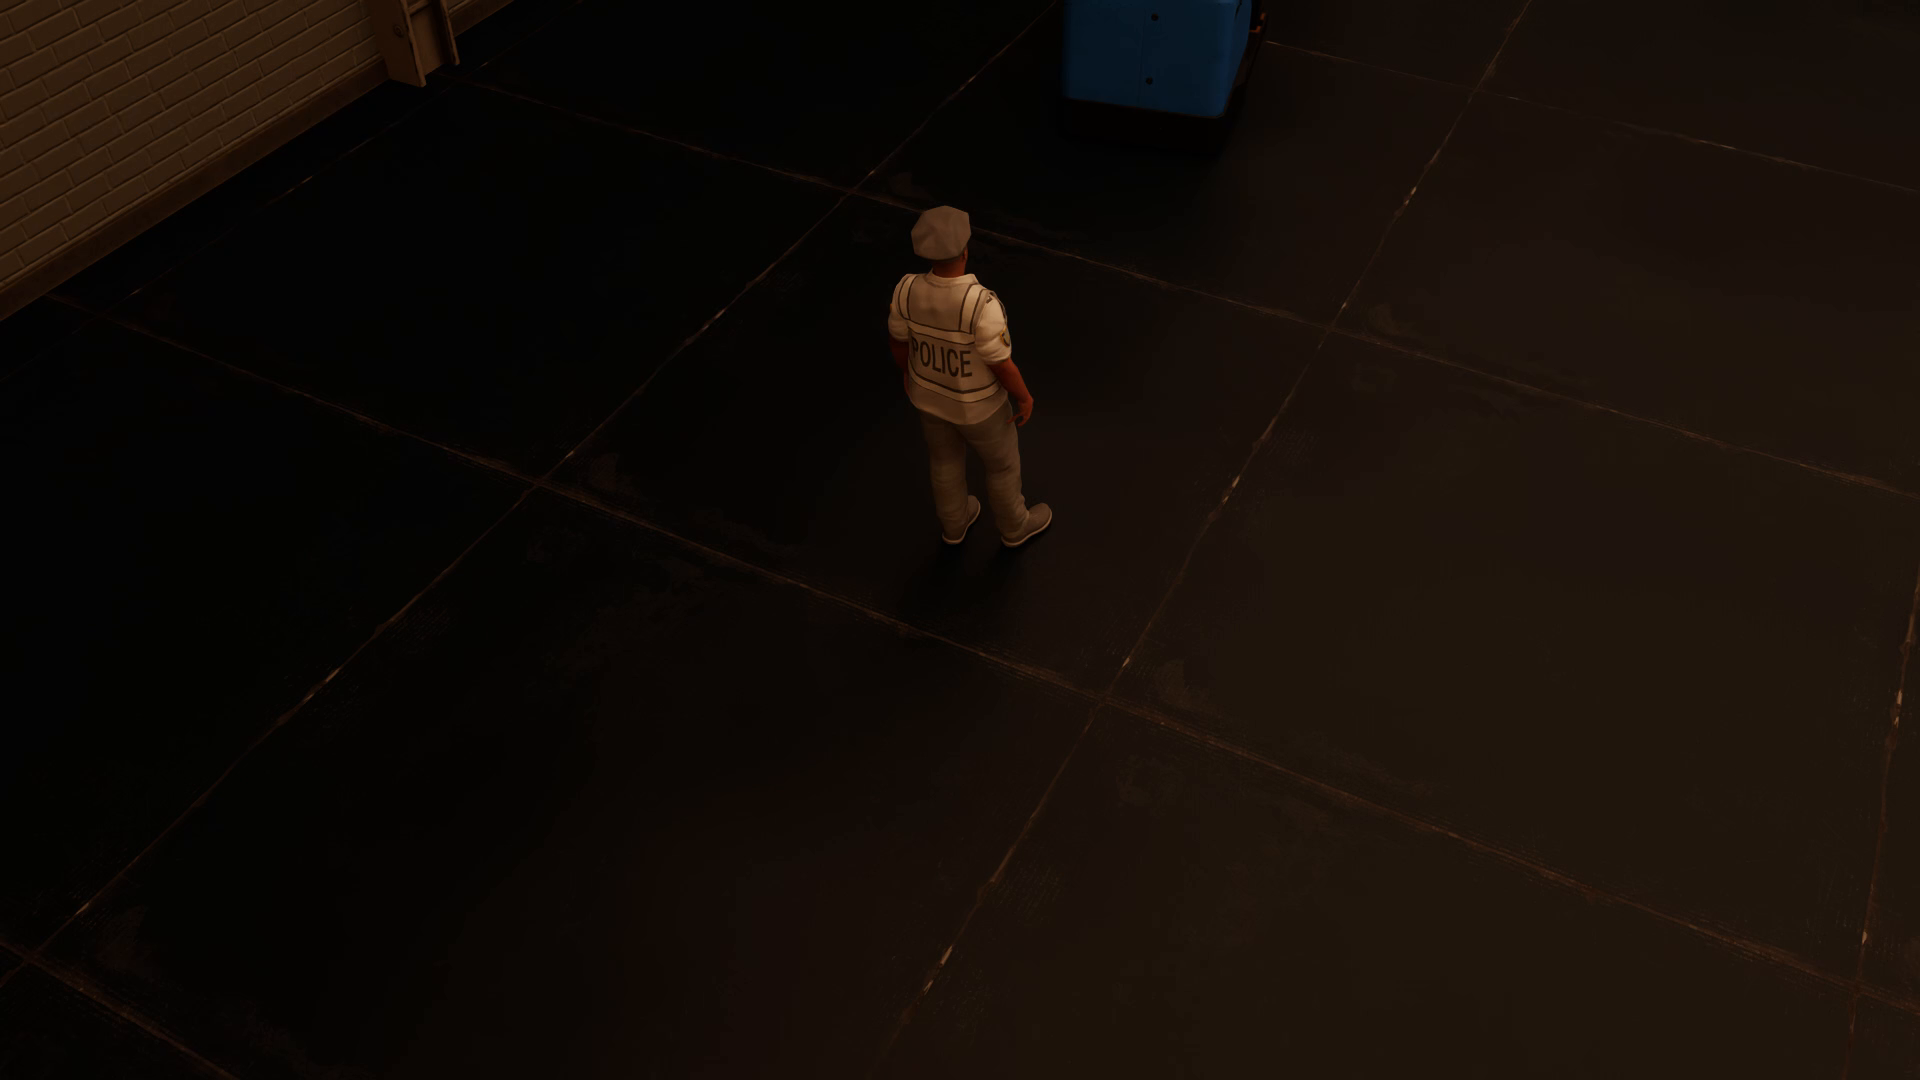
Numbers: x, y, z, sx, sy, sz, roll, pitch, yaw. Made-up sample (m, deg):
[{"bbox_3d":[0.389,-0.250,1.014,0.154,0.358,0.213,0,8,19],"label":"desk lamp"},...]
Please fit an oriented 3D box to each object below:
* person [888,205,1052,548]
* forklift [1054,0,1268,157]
[{"bbox_3d":[0.047,-0.697,7.221,0.640,1.780,0.575,20,47,20],"label":"person"},{"bbox_3d":[1.484,-4.434,10.360,1.130,2.935,3.031,11,44,12],"label":"forklift"}]
